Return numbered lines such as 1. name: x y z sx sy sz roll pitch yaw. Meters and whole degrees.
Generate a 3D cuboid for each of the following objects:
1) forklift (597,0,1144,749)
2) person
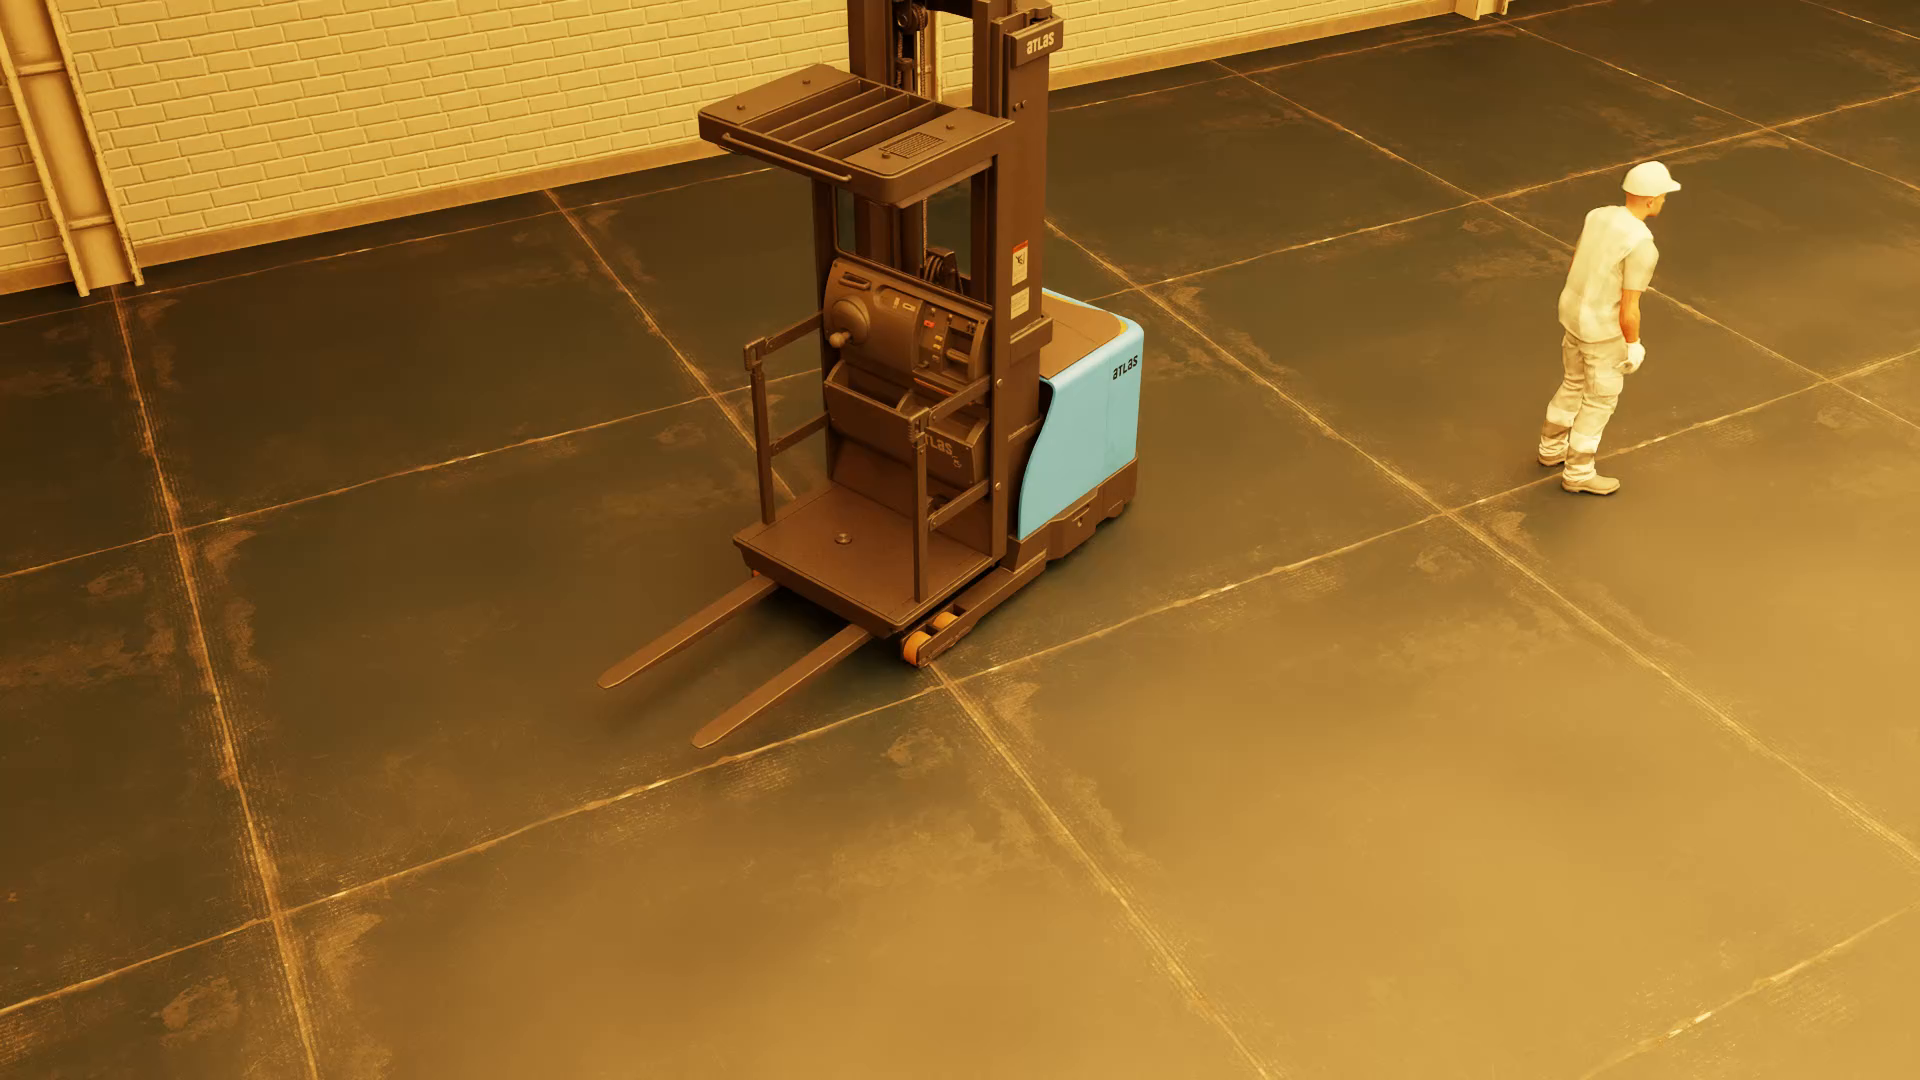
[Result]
1. forklift: -0.390 -0.927 7.434 1.130 2.935 3.031 26 43 31
2. person: 3.371 -1.115 8.701 0.454 1.779 0.621 -6 36 -9
